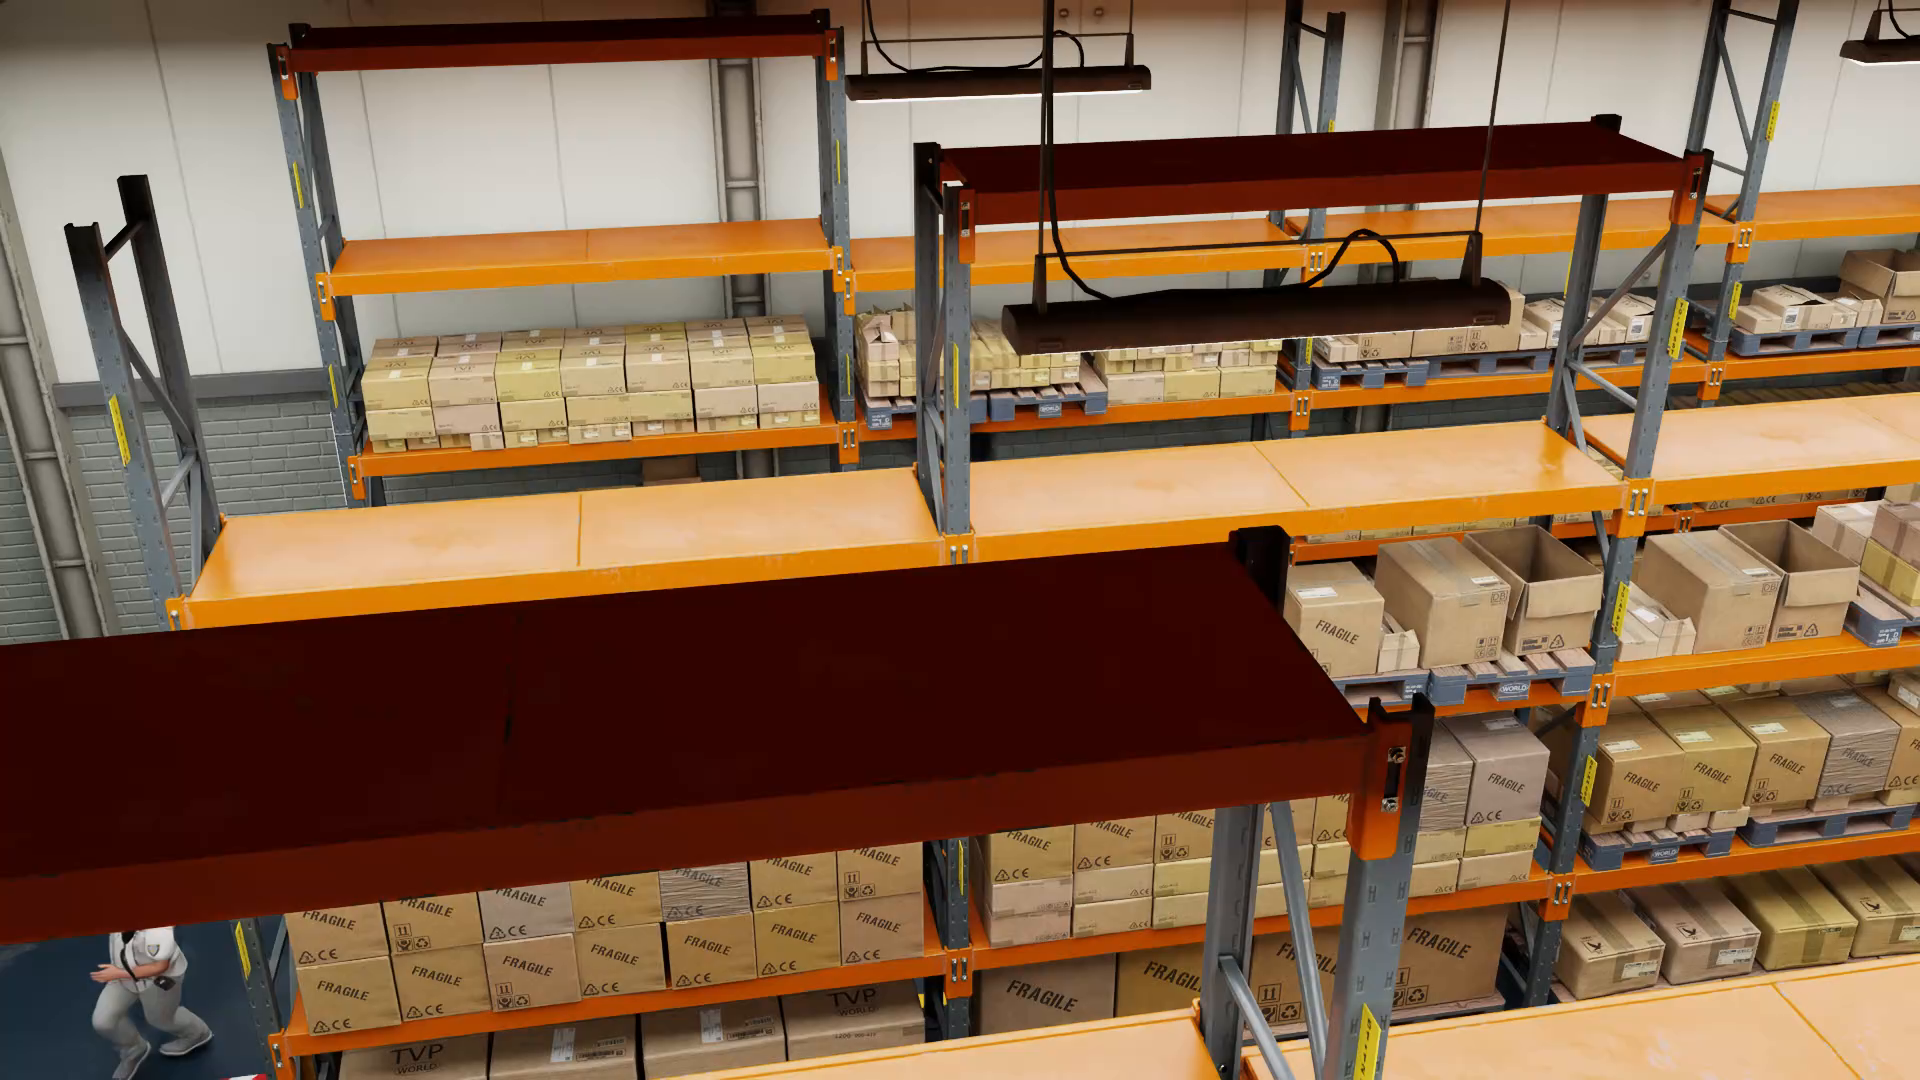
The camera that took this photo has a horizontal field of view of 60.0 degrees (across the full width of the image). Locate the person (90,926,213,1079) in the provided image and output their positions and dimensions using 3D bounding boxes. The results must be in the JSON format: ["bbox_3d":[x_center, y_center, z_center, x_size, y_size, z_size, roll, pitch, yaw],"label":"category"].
[{"bbox_3d":[-5.164,2.758,10.577,0.660,1.752,0.684,18,31,33],"label":"person"}]
